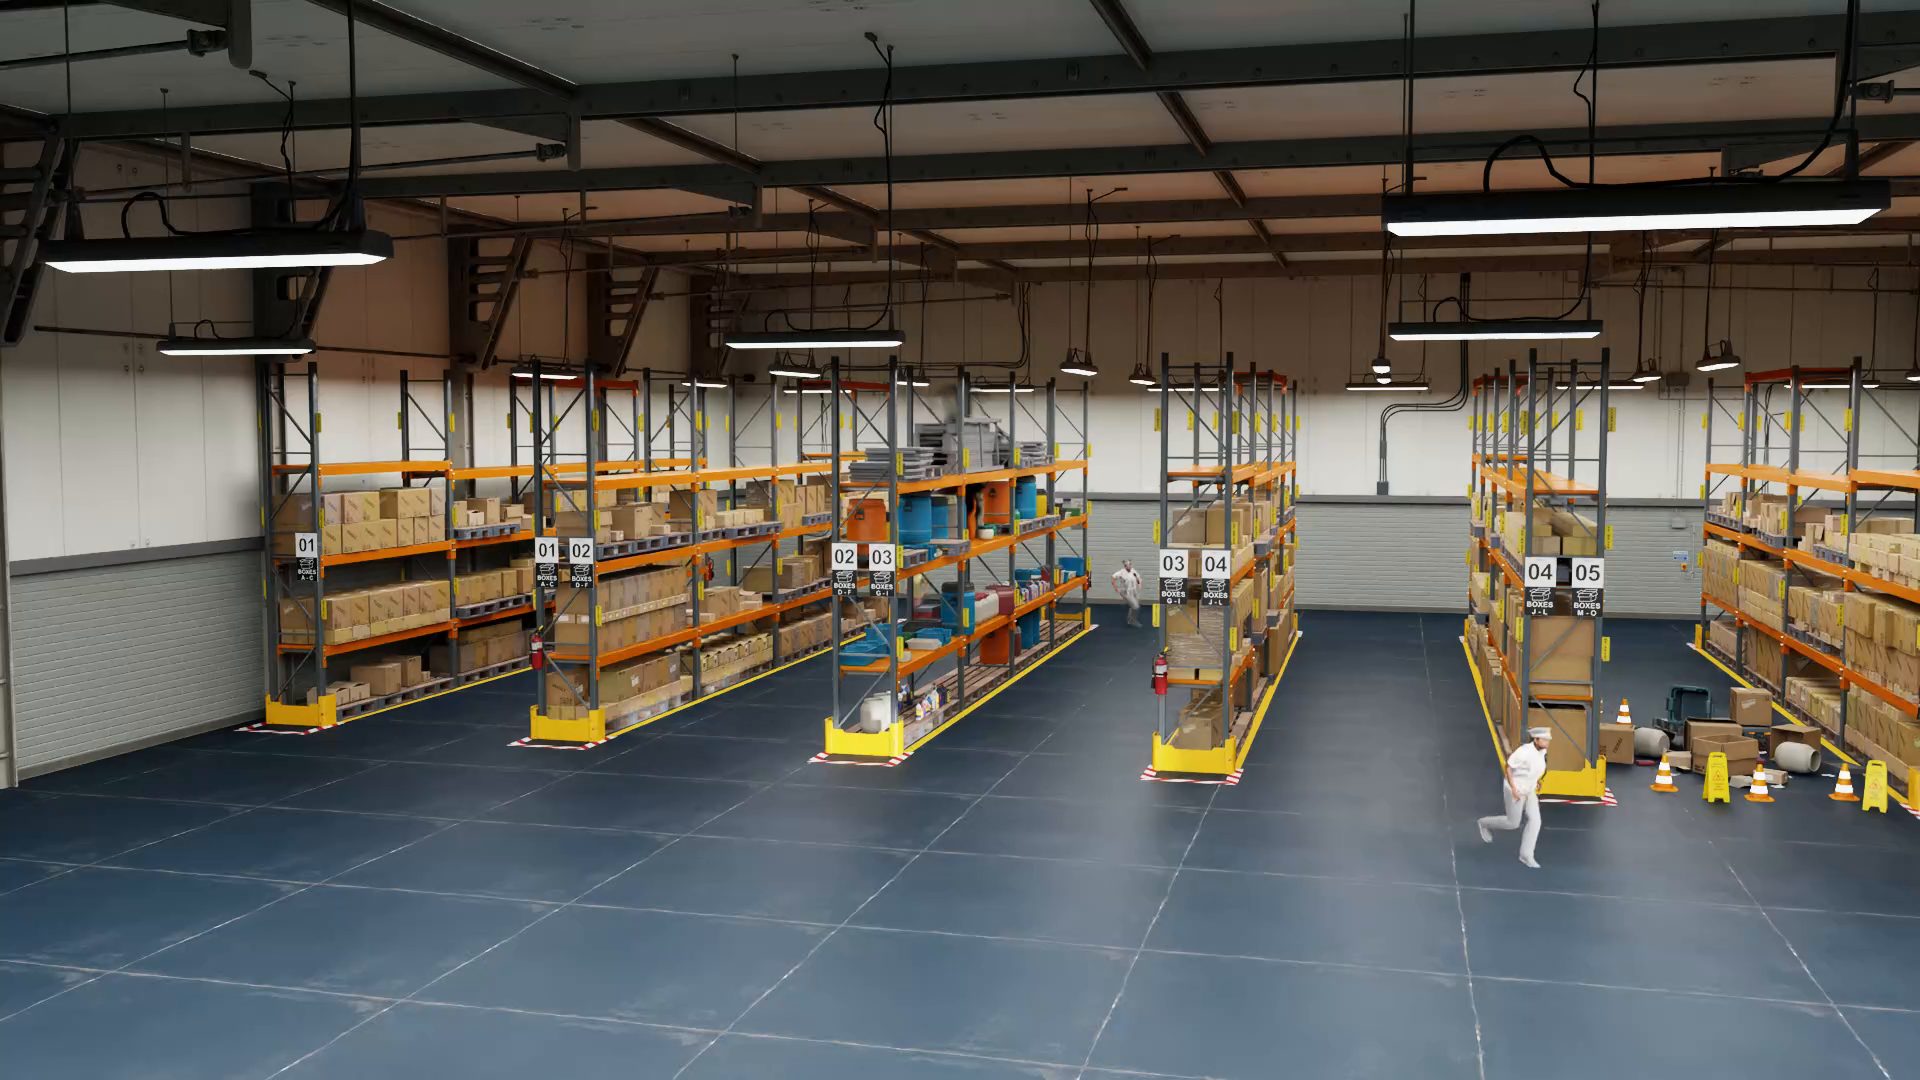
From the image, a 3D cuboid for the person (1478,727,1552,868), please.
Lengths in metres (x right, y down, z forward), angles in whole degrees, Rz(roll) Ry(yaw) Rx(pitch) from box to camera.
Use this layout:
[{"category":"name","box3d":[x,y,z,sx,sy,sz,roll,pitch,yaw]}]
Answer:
[{"category":"person","box3d":[6.360,2.891,19.047,0.581,1.627,0.902,-3,5,-40]}]

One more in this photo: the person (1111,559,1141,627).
[{"category":"person","box3d":[4.146,1.314,40.782,0.810,1.738,0.714,-3,5,-33]}]

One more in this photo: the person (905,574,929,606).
[{"category":"person","box3d":[-1.033,1.389,39.844,0.600,1.647,0.605,1,4,9]}]
